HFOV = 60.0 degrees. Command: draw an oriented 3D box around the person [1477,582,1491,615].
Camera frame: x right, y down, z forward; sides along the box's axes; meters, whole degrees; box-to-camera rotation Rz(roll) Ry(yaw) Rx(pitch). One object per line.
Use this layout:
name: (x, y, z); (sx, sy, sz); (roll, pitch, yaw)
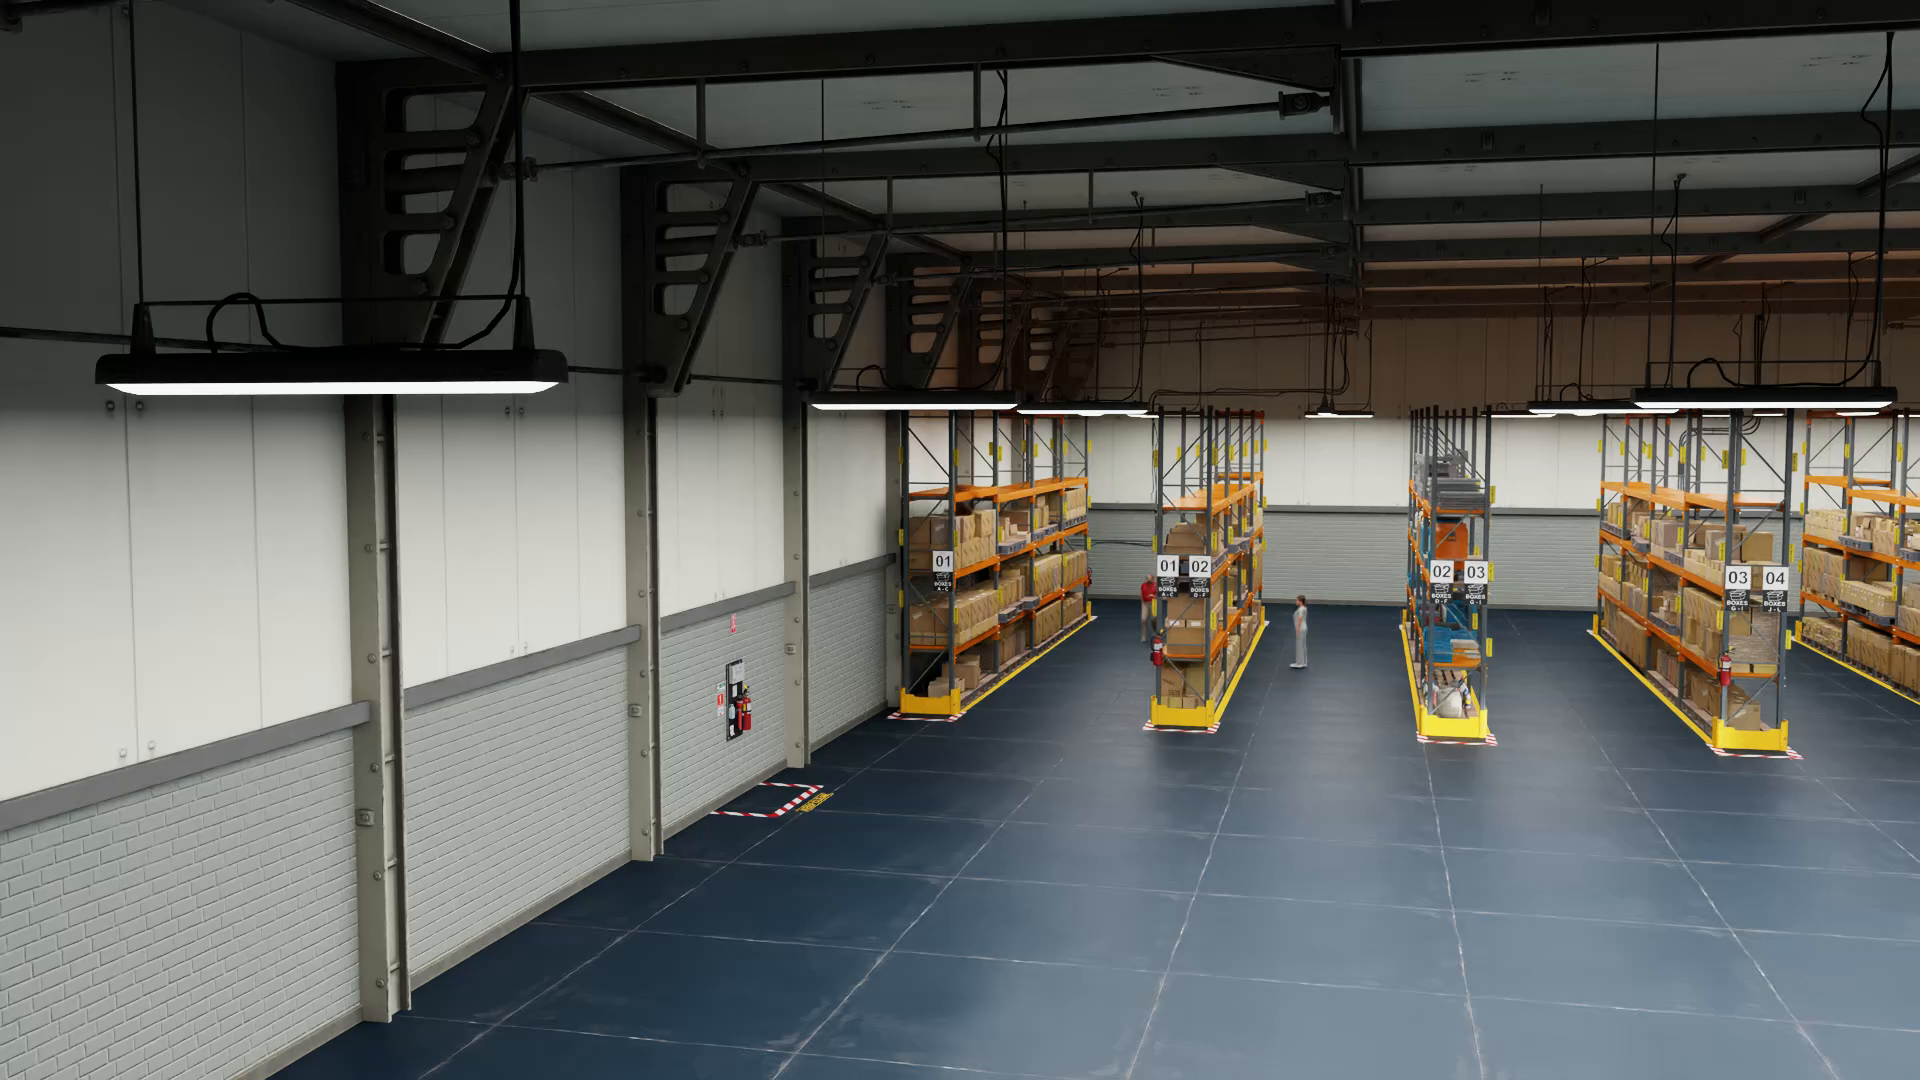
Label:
person: (15.108, 1.419, 48.232); (0.545, 1.734, 0.519); (1, 4, 8)

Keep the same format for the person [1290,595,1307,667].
person: (7.865, 2.115, 38.566); (0.377, 1.684, 0.513); (1, 4, 19)

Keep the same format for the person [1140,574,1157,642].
person: (4.991, 1.765, 43.371); (0.638, 1.780, 0.846); (1, 4, 17)
